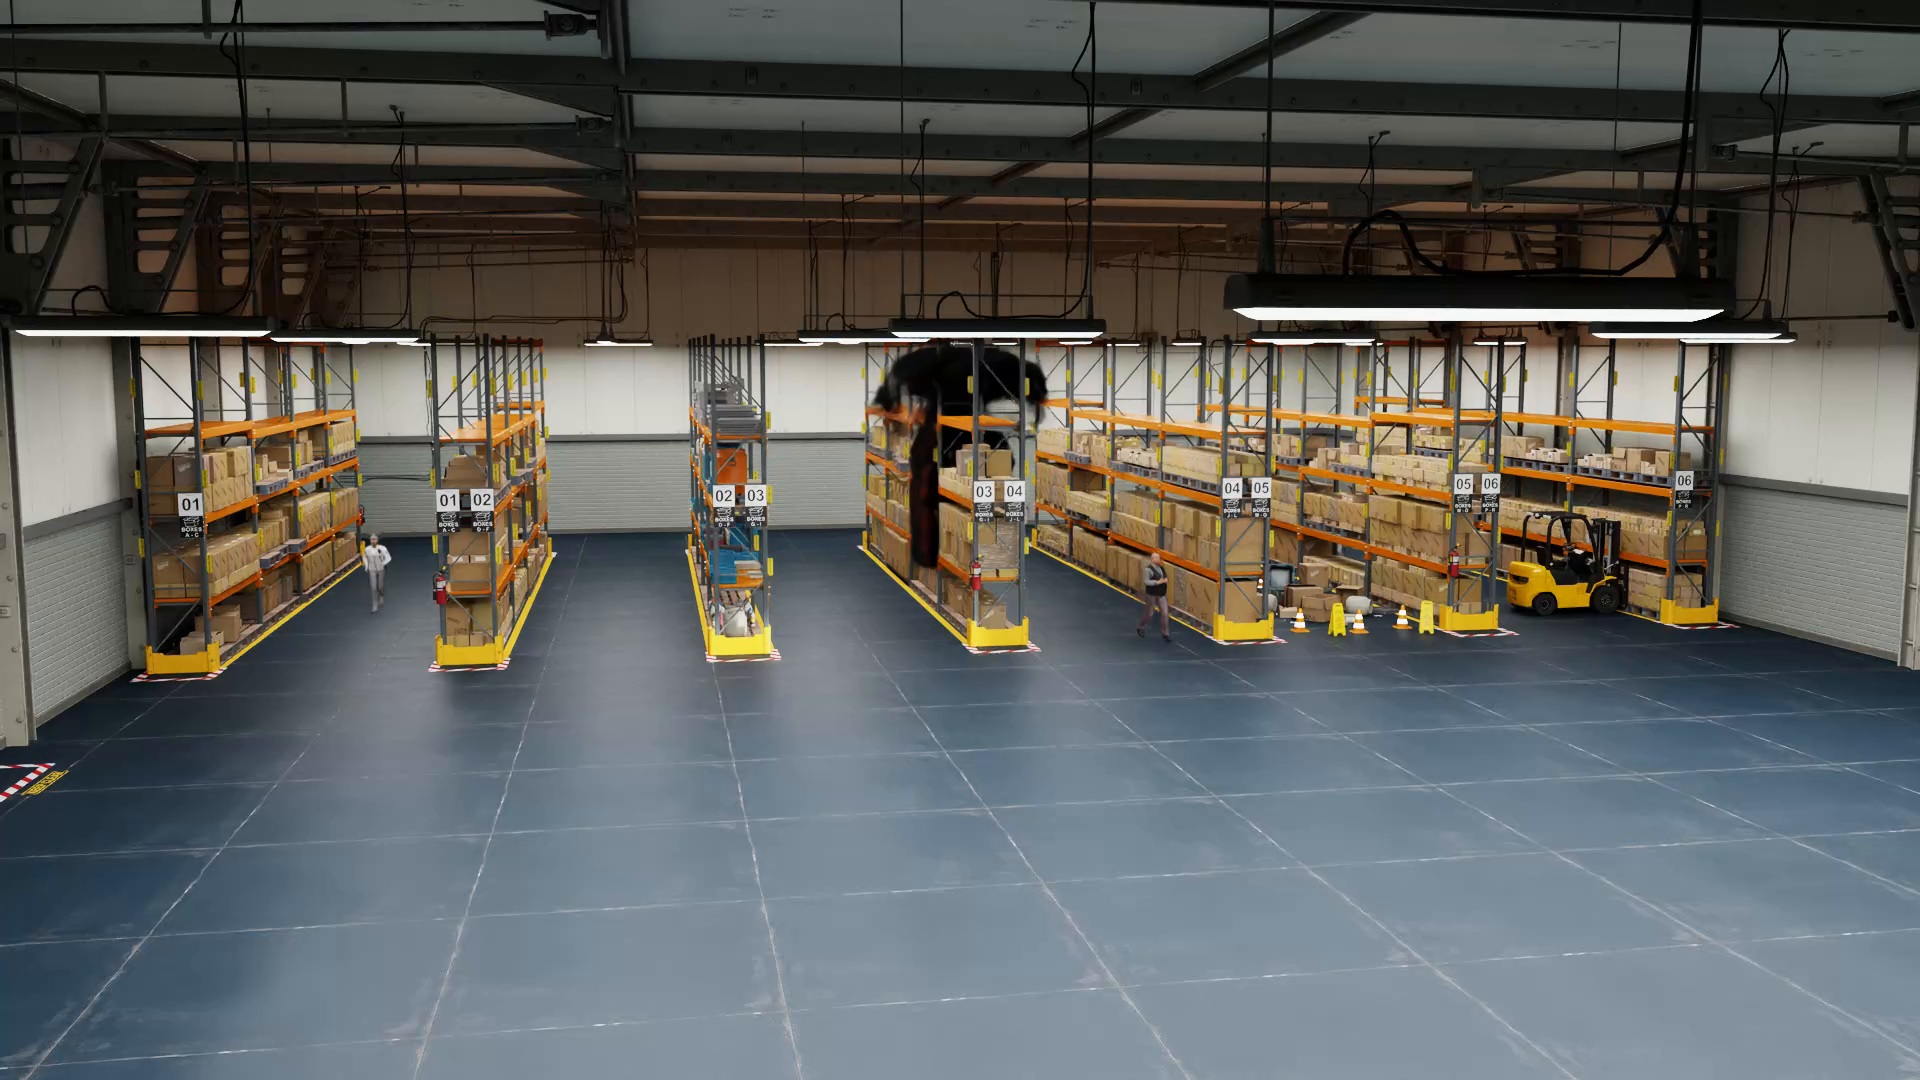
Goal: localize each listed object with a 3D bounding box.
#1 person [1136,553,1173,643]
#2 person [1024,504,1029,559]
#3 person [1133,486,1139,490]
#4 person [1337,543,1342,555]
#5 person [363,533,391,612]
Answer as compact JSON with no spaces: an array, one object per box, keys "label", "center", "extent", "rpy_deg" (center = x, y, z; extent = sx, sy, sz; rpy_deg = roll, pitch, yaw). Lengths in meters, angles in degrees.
[{"label":"person","center":[3.839,1.111,32.659],"extent":[0.660,1.732,0.923],"rpy_deg":[-4,8,-33]},{"label":"person","center":[1.613,-0.389,45.835],"extent":[0.643,1.853,0.848],"rpy_deg":[-1,7,-6]},{"label":"person","center":[5.293,-0.821,50.218],"extent":[0.576,1.594,0.605],"rpy_deg":[-2,7,-13]},{"label":"person","center":[10.397,-0.396,46.253],"extent":[0.579,1.648,0.643],"rpy_deg":[-3,7,-22]},{"label":"person","center":[-12.800,0.679,36.539],"extent":[0.610,1.689,0.860],"rpy_deg":[-1,7,-11]}]
